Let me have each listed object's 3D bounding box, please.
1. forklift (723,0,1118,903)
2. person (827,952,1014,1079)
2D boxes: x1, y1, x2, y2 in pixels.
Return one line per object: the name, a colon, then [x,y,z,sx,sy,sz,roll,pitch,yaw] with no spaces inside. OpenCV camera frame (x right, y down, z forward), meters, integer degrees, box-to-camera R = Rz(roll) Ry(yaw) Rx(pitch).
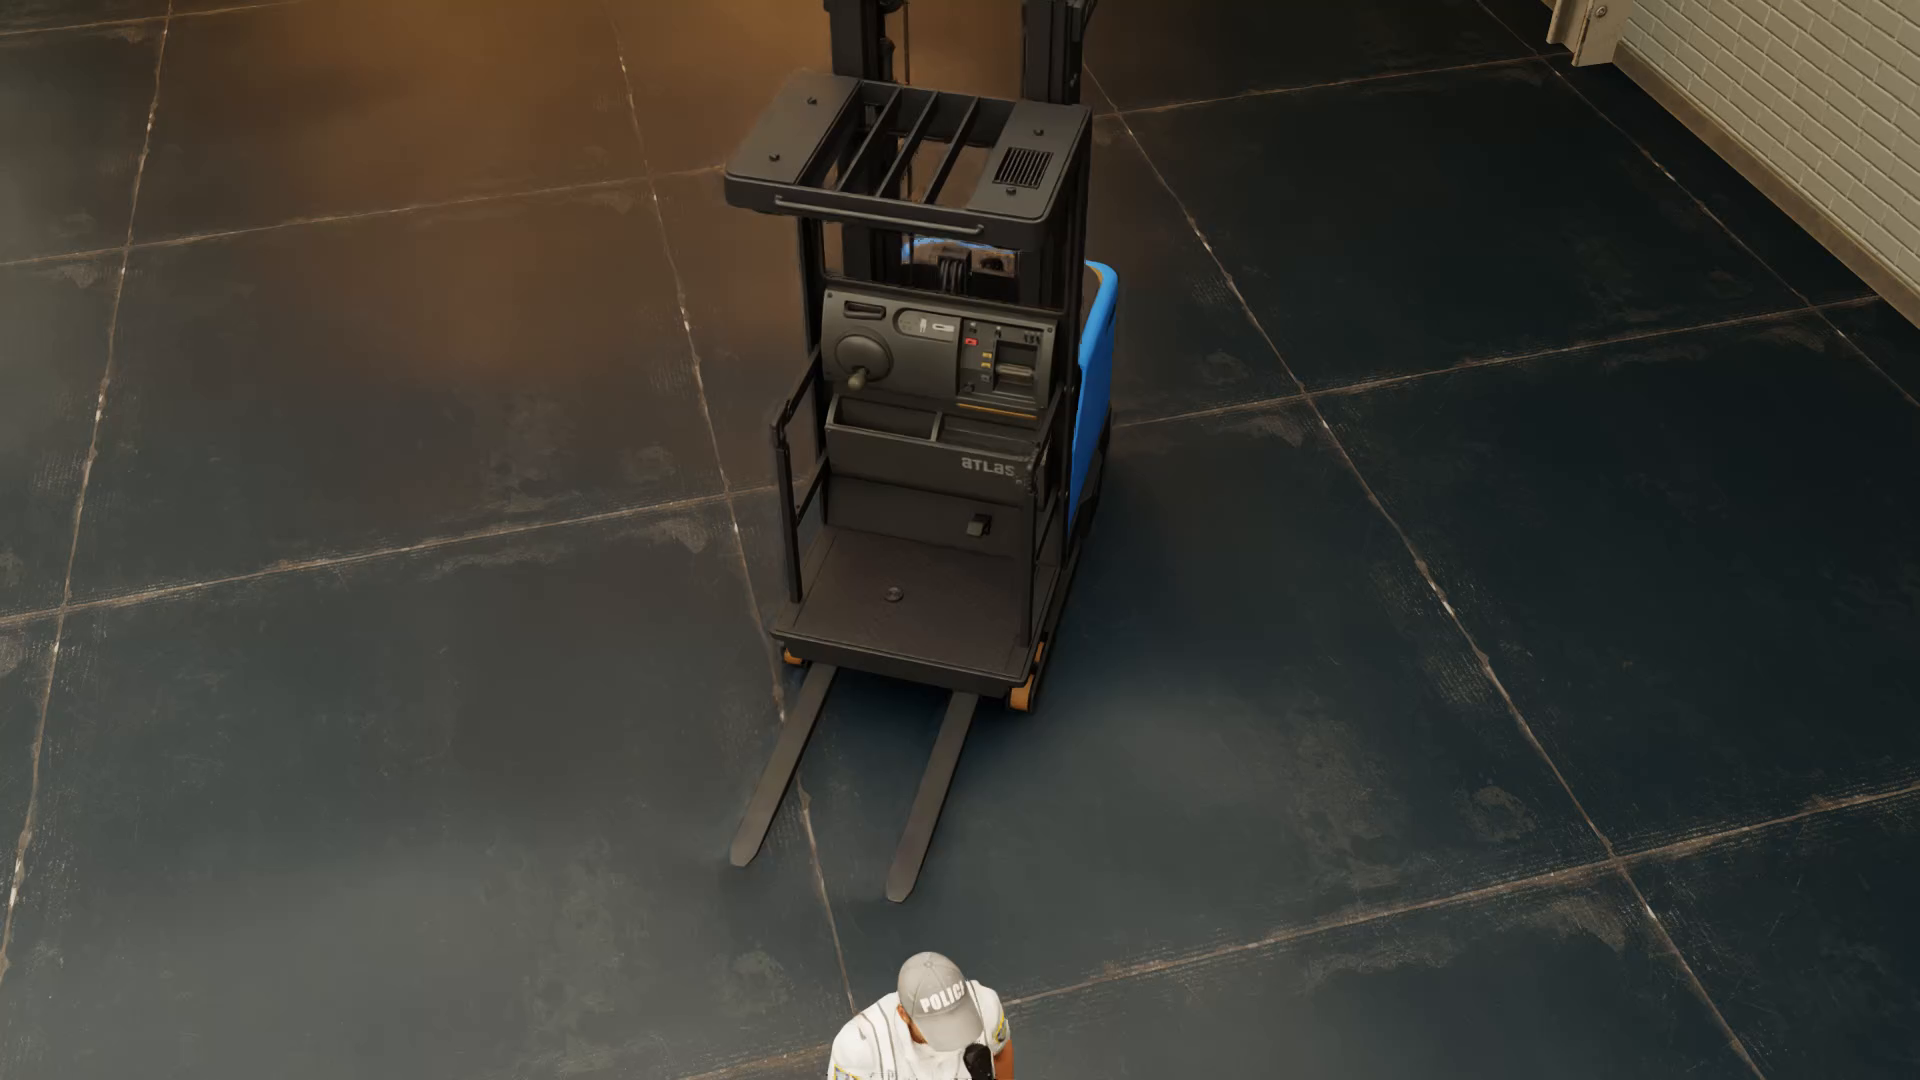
forklift: [-0.143,-0.645,6.328,1.130,2.935,3.031,10,44,11]
person: [-0.074,1.750,4.747,0.555,1.696,0.494,-14,45,-14]
